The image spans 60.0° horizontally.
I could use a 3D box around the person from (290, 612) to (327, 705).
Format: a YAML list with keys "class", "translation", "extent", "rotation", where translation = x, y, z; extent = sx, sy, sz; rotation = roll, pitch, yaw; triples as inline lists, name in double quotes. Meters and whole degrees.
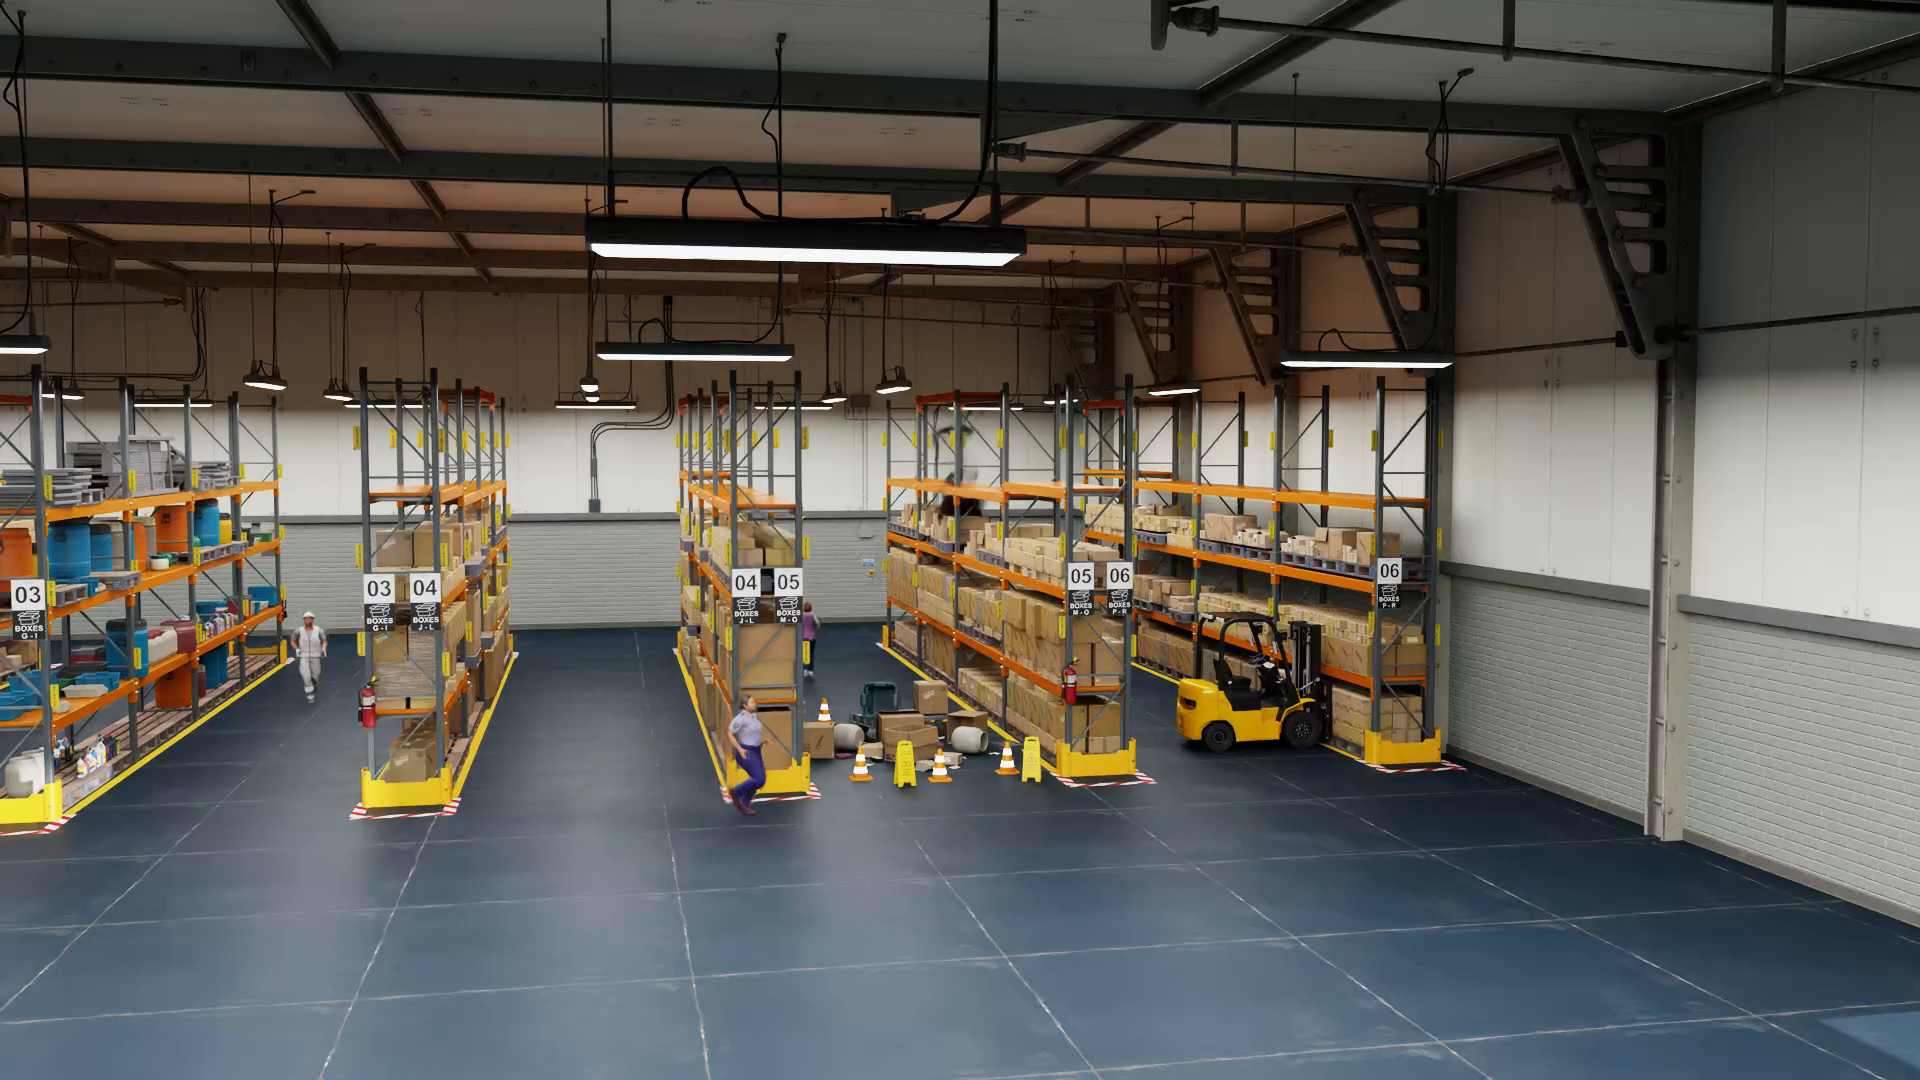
- class: "person"
  translation: [-12.440, 2.247, 31.775]
  extent: [0.655, 1.752, 0.684]
  rotation: [-1, 4, -24]

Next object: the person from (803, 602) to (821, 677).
- class: "person"
  translation: [-3.195, 2.101, 34.977]
  extent: [0.524, 1.611, 0.841]
  rotation: [0, 3, -7]

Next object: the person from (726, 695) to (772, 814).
- class: "person"
  translation: [-2.793, 2.878, 22.283]
  extent: [0.541, 1.608, 0.602]
  rotation: [1, 4, 14]
